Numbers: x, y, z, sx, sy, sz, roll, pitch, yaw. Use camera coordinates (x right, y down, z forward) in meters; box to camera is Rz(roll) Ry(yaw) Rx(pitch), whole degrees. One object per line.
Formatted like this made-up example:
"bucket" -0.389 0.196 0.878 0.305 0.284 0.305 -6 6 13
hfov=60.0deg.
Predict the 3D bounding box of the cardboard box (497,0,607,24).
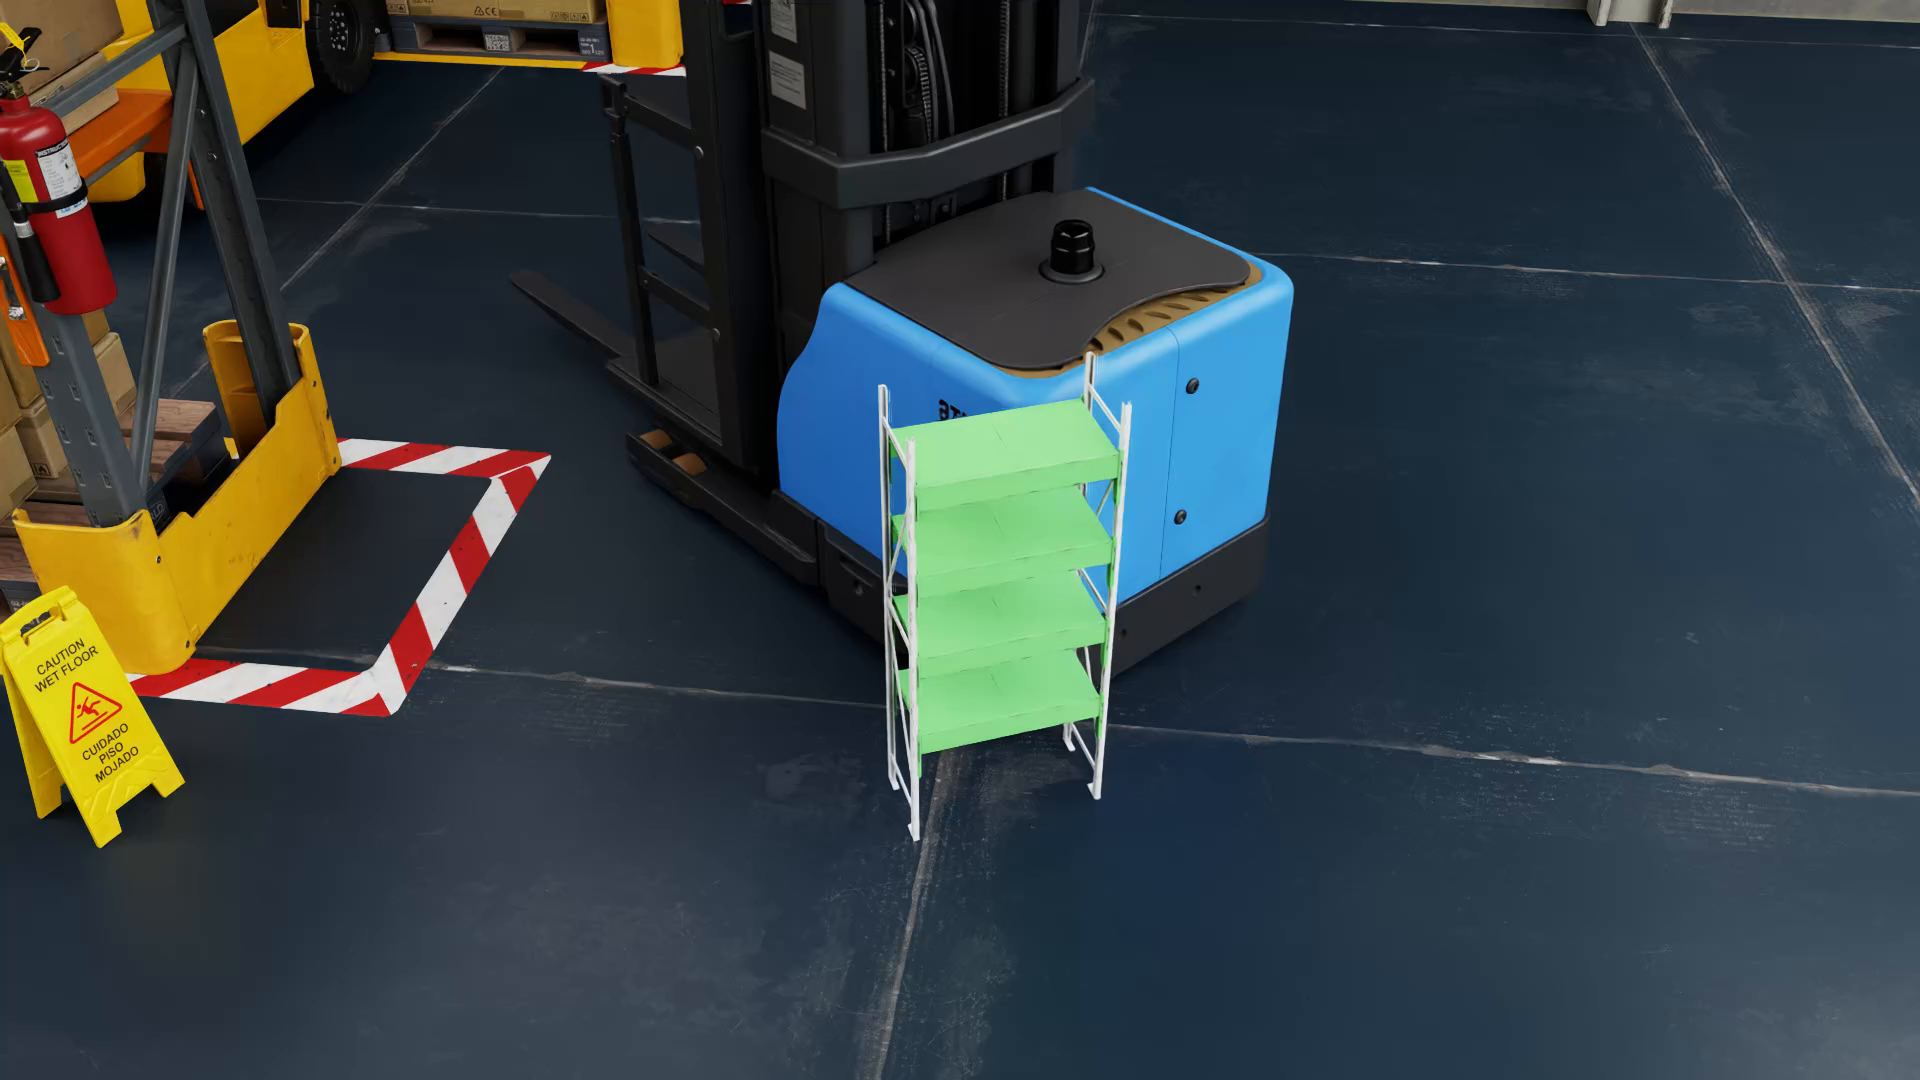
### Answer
"cardboard box" -2.124 -2.942 8.795 0.500 0.250 0.500 5 36 6

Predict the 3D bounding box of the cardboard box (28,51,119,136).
"cardboard box" -2.557 -1.219 4.593 0.250 0.149 0.380 4 36 6

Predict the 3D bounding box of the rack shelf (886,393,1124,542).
"rack shelf" 0.095 -0.168 3.730 0.480 0.148 0.258 -10 38 -14

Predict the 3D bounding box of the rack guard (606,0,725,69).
"rack guard" -1.594 -3.018 9.049 0.348 0.500 1.175 4 36 6

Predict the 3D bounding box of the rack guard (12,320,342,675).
"rack guard" -2.322 -0.165 5.051 0.348 0.500 1.175 4 36 6

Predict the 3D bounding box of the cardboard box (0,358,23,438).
"cardboard box" -3.074 -0.443 4.649 0.500 0.500 0.500 4 36 6

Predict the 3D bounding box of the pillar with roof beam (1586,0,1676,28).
"pillar with roof beam" 3.209 -4.126 3.284 0.400 9.000 9.100 4 36 6

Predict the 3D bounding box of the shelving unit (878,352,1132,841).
"shelving unit" 0.092 0.166 3.980 0.503 1.200 0.258 -10 38 -14

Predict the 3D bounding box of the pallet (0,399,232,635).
"pallet" -3.123 -0.128 5.248 1.213 0.211 1.003 4 36 6

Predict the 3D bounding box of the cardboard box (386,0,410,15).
"cardboard box" -3.111 -3.026 8.914 0.500 0.250 0.500 5 36 6

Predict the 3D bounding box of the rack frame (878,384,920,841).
"rack frame" -0.141 0.208 3.920 0.015 1.200 0.240 -10 38 -14

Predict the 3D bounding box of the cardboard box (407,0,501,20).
"cardboard box" -2.616 -2.984 8.855 0.500 0.250 0.500 4 36 6

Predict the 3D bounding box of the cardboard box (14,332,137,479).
"cardboard box" -3.011 -0.448 5.301 0.500 0.250 0.500 4 36 6

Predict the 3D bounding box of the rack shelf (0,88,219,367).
"rack shelf" -4.230 -1.032 4.734 4.000 0.370 1.077 4 36 6

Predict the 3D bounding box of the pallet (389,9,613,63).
"pallet" -2.382 -2.935 9.180 1.213 0.211 1.003 4 36 6

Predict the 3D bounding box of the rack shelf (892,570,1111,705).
"rack shelf" 0.092 0.217 4.018 0.480 0.148 0.258 -10 38 -14

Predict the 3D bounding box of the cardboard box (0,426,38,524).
"cardboard box" -3.106 -0.135 4.863 0.500 0.250 0.500 4 36 6

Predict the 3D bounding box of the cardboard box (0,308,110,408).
"cardboard box" -3.035 -0.755 5.085 0.500 0.500 0.500 3 36 4

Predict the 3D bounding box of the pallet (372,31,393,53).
"pallet" -3.589 -3.027 9.309 1.213 0.211 1.003 4 36 6

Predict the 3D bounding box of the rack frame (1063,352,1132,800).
"rack frame" 0.325 0.123 4.039 0.015 1.200 0.240 -10 38 -14

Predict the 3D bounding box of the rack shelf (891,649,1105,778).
"rack shelf" 0.090 0.409 4.162 0.480 0.148 0.258 -10 38 -14

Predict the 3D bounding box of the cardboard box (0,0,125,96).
"cardboard box" -2.681 -1.534 4.475 0.500 0.500 0.500 4 36 5

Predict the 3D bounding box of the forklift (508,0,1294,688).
"forklift" -0.450 -1.481 4.802 1.130 2.935 3.031 -27 44 -33

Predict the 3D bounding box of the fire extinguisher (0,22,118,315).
"fire extinguisher" -2.192 -0.872 3.956 0.183 0.674 0.296 4 36 6

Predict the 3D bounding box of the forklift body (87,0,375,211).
"forklift body" -3.731 -2.781 7.295 1.214 2.155 2.313 4 36 6

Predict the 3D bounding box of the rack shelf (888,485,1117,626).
"rack shelf" 0.093 0.025 3.874 0.480 0.148 0.258 -10 38 -14

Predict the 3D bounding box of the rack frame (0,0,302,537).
"rack frame" -2.247 -1.177 4.317 0.127 3.000 1.000 4 36 6

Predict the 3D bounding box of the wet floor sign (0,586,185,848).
"wet floor sign" -2.194 0.412 4.118 0.232 0.644 0.267 17 39 22
